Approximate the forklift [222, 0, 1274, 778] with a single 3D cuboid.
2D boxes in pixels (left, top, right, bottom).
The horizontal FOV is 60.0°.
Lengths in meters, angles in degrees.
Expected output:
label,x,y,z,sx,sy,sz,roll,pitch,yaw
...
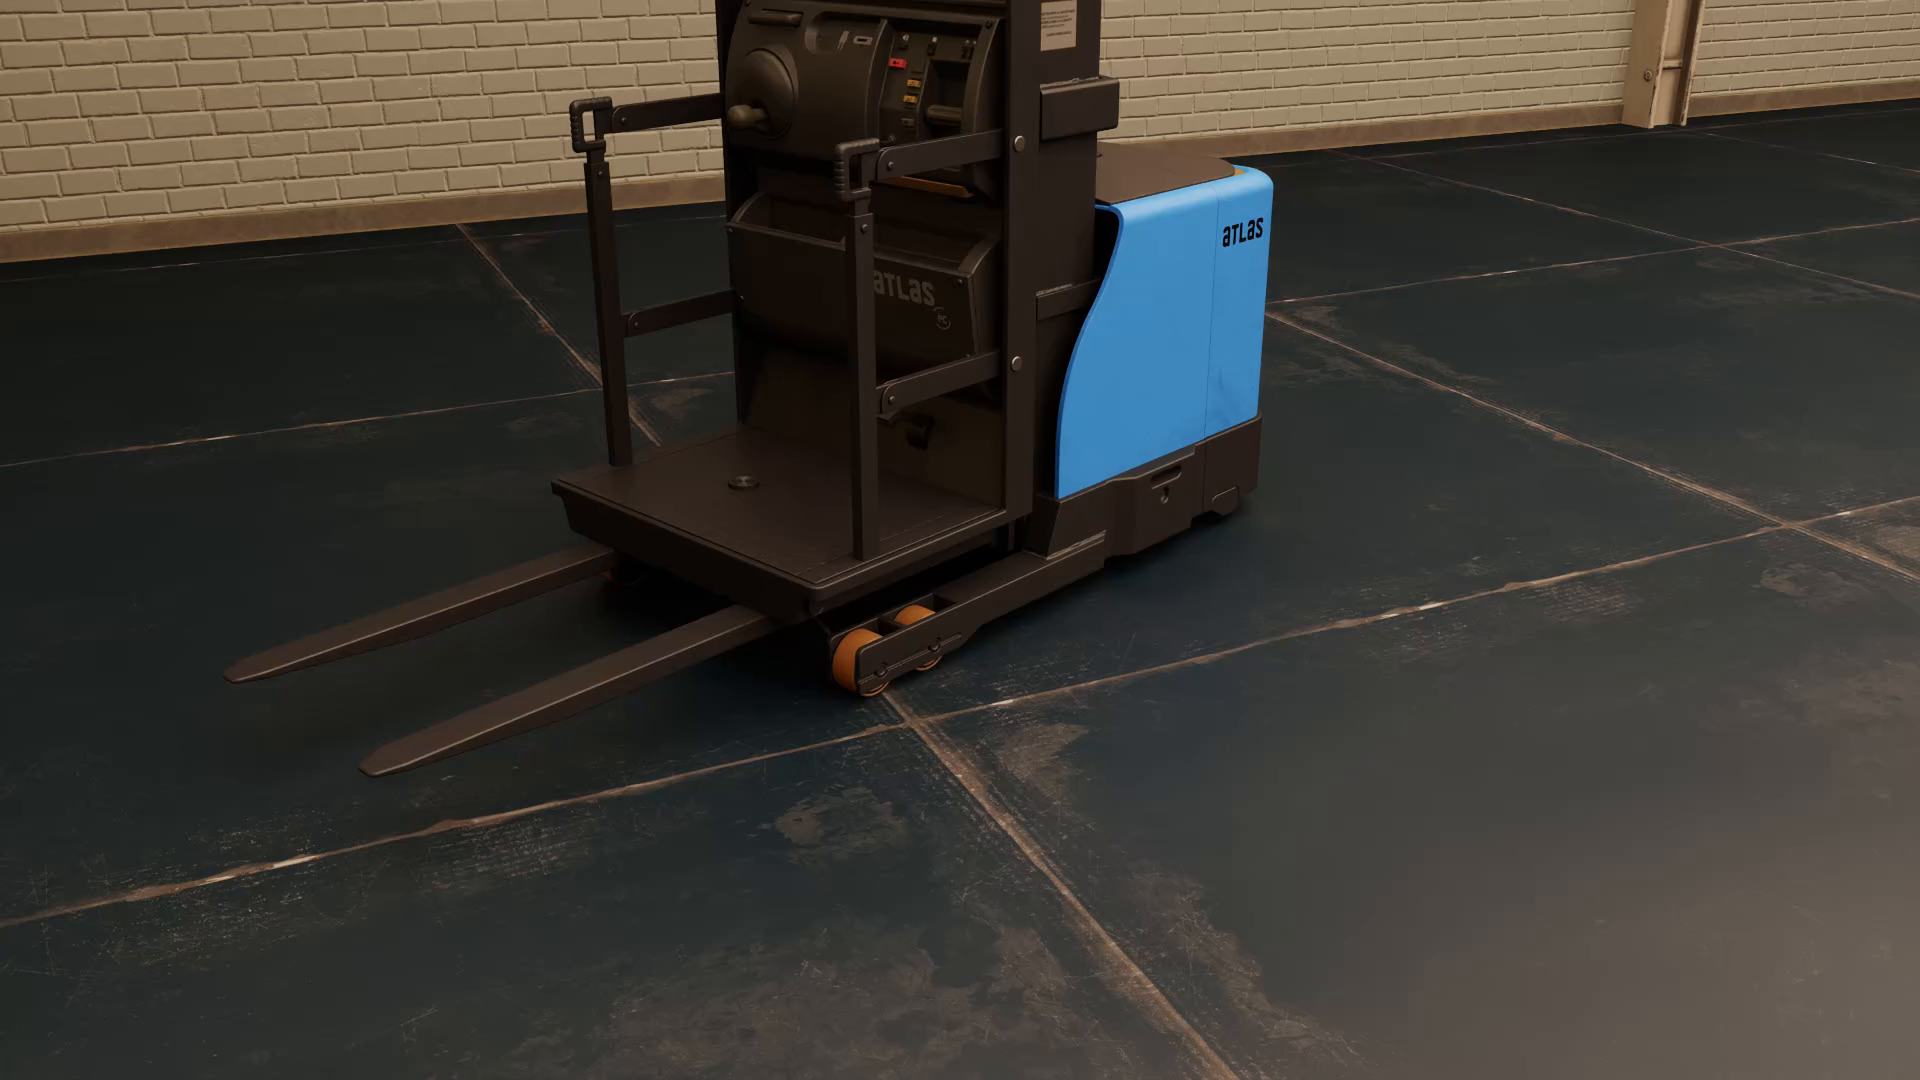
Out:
label,x,y,z,sx,sy,sz,roll,pitch,yaw
forklift,-0.413,-1.182,4.131,1.130,2.935,3.031,19,29,39
